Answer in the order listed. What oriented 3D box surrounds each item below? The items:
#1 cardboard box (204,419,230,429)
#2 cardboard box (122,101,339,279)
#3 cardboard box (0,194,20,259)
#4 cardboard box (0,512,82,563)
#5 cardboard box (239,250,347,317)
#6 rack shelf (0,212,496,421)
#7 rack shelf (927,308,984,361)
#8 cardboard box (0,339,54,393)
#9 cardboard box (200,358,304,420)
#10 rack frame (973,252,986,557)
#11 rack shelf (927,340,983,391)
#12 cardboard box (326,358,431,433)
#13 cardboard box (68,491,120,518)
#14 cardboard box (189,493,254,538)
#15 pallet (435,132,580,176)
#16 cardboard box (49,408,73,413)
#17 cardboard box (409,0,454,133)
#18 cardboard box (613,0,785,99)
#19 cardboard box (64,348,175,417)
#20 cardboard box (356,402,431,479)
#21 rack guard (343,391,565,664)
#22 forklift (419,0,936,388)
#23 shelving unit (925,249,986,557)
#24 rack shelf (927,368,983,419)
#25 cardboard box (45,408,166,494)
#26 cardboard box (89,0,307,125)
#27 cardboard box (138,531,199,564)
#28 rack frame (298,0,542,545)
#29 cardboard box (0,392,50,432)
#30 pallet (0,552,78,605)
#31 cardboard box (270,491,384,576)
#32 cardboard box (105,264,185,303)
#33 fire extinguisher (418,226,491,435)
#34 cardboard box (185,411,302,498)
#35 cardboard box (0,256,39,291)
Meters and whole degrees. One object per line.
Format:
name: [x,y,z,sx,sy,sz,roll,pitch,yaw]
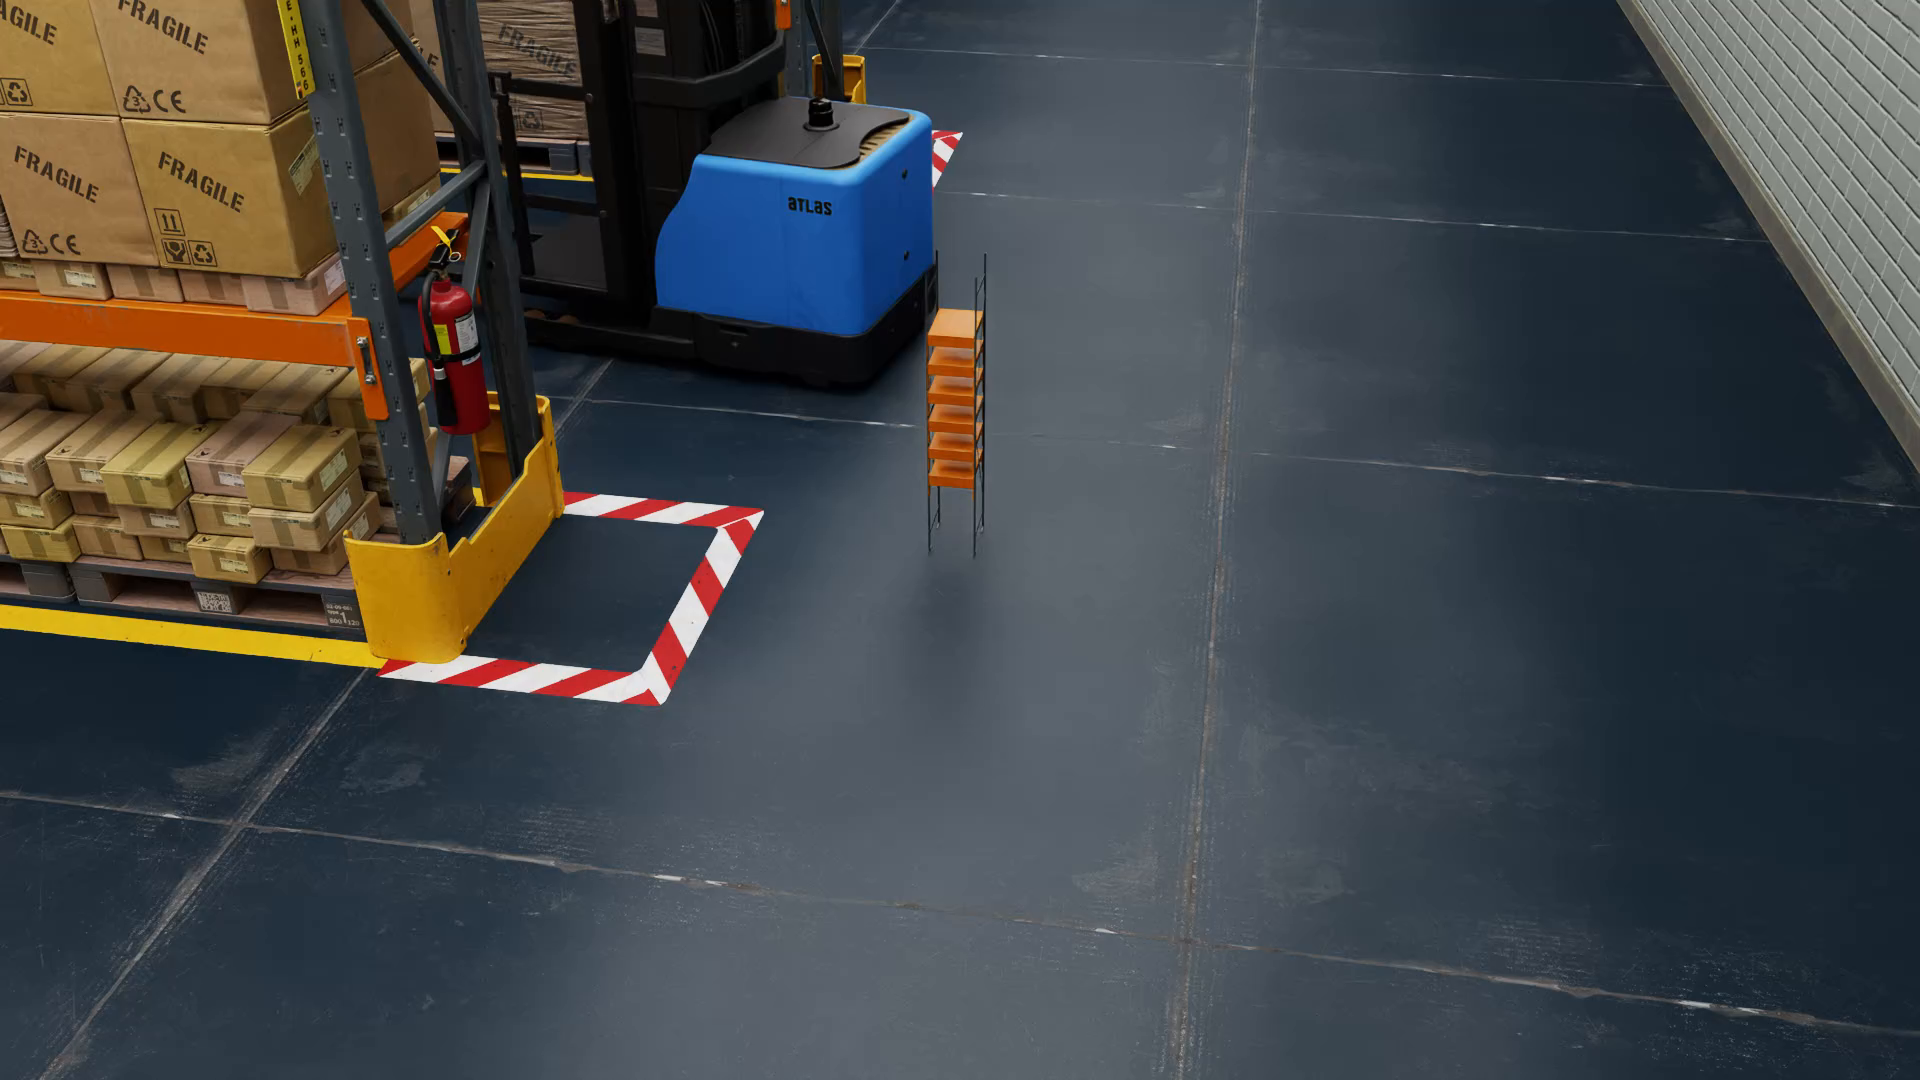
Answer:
cardboard box: [-2.825,-0.437,6.631,0.250,0.149,0.380,6,32,9]
cardboard box: [-2.322,-1.204,5.472,0.500,0.500,0.500,6,33,9]
cardboard box: [-3.330,-1.293,5.614,0.500,0.500,0.500,5,32,8]
cardboard box: [-3.413,-0.082,6.344,0.250,0.149,0.380,4,32,6]
cardboard box: [-2.204,-0.905,5.606,0.250,0.149,0.380,5,32,8]
rack shelf: [-3.807,-1.004,6.205,4.000,0.370,1.077,5,32,8]
rack shelf: [-0.014,-0.777,6.266,0.180,0.103,0.258,5,32,8]
cardboard box: [-3.859,-0.656,6.701,0.250,0.149,0.380,5,32,8]
cardboard box: [-2.814,-0.628,6.656,0.250,0.149,0.380,5,32,8]
rack frame: [0.076,-0.502,6.421,0.006,1.200,0.240,5,32,8]
rack shelf: [-0.014,-0.676,6.330,0.180,0.103,0.258,5,32,8]
cardboard box: [-2.295,-0.576,6.574,0.250,0.149,0.380,4,32,6]
cardboard box: [-3.164,-0.247,6.328,0.250,0.149,0.380,5,32,8]
cardboard box: [-2.652,-0.175,6.214,0.250,0.149,0.380,4,32,7]
pallet: [-2.902,-2.674,10.823,1.213,0.211,1.003,5,32,8]
cardboard box: [-3.612,-0.493,6.721,0.250,0.149,0.380,7,33,11]
cardboard box: [-3.320,-3.169,10.592,0.875,0.875,0.875,5,32,8]
cardboard box: [-1.546,-3.008,10.335,0.875,0.875,0.875,5,32,8]
cardboard box: [-3.344,-0.636,6.670,0.250,0.149,0.380,6,33,10]
cardboard box: [-2.309,-0.407,6.584,0.250,0.149,0.380,6,33,10]
rack guard: [-1.910,-0.078,6.403,0.348,0.500,1.175,5,32,8]
forklift: [-1.694,-2.436,7.879,3.031,2.935,1.130,11,34,17]
shelving unit: [-0.014,-0.510,6.434,0.189,1.200,0.258,5,32,8]
rack shelf: [-0.014,-0.574,6.394,0.180,0.103,0.258,5,32,8]
cardboard box: [-3.159,-0.332,6.184,0.250,0.149,0.380,4,32,6]
cardboard box: [-2.328,-1.633,5.215,0.500,0.500,0.500,5,32,7]
cardboard box: [-2.906,-0.076,6.336,0.250,0.149,0.380,5,32,8]
rack frame: [-1.835,-1.130,5.729,0.127,3.000,1.000,5,32,8]
cardboard box: [-3.675,-0.409,6.306,0.250,0.149,0.380,4,32,7]
pallet: [-3.904,-0.156,6.801,1.213,0.211,1.003,5,32,8]
cardboard box: [-2.389,-0.038,6.274,0.250,0.149,0.380,6,32,9]
cardboard box: [-2.693,-0.961,5.696,0.250,0.149,0.380,5,32,8]
fire extinguisher: [-1.665,-0.676,5.426,0.183,0.674,0.296,5,32,8]
cardboard box: [-2.638,-0.319,6.163,0.250,0.149,0.380,6,33,9]
cardboard box: [-3.203,-1.011,5.775,0.250,0.149,0.380,4,32,6]
